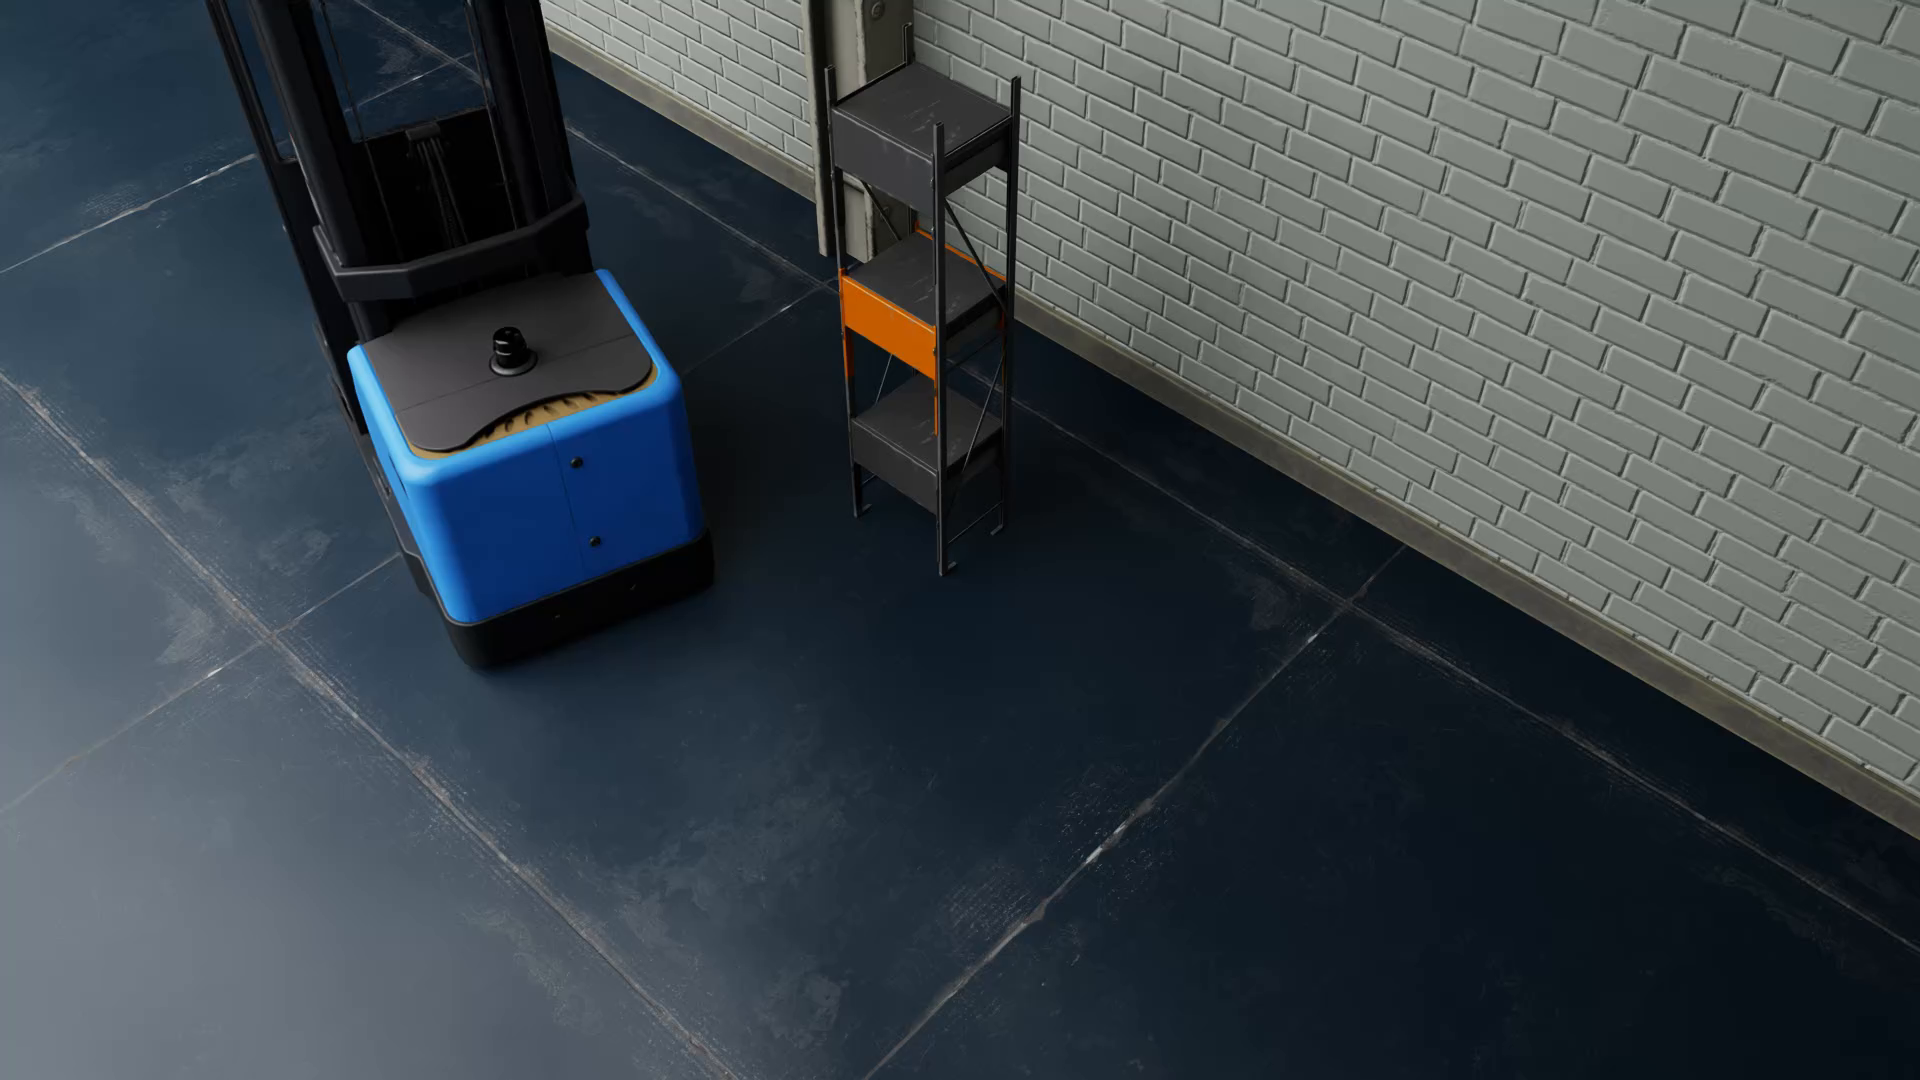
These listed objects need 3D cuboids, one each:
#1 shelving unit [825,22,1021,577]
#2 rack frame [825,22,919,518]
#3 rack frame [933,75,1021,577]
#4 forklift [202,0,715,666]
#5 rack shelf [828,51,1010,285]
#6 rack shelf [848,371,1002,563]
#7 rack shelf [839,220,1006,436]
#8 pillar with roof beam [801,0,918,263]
[{"bbox_3d":[-0.122,-0.801,6.170,0.503,2.100,0.431,34,55,28],"label":"shelving unit"},{"bbox_3d":[-0.301,-0.921,6.283,0.015,2.100,0.400,34,55,28],"label":"rack frame"},{"bbox_3d":[0.058,-0.680,6.057,0.015,2.100,0.400,34,55,28],"label":"rack frame"},{"bbox_3d":[-2.133,-1.597,6.347,1.130,2.935,3.031,-22,51,-19],"label":"forklift"},{"bbox_3d":[-0.122,-1.270,5.670,0.480,0.518,0.431,34,55,28],"label":"rack shelf"},{"bbox_3d":[-0.122,-0.312,6.690,0.480,0.518,0.431,34,55,28],"label":"rack shelf"},{"bbox_3d":[-0.122,-0.791,6.180,0.480,0.518,0.431,34,55,28],"label":"rack shelf"},{"bbox_3d":[-3.365,-2.176,2.729,0.400,9.000,9.100,34,55,28],"label":"pillar with roof beam"}]
